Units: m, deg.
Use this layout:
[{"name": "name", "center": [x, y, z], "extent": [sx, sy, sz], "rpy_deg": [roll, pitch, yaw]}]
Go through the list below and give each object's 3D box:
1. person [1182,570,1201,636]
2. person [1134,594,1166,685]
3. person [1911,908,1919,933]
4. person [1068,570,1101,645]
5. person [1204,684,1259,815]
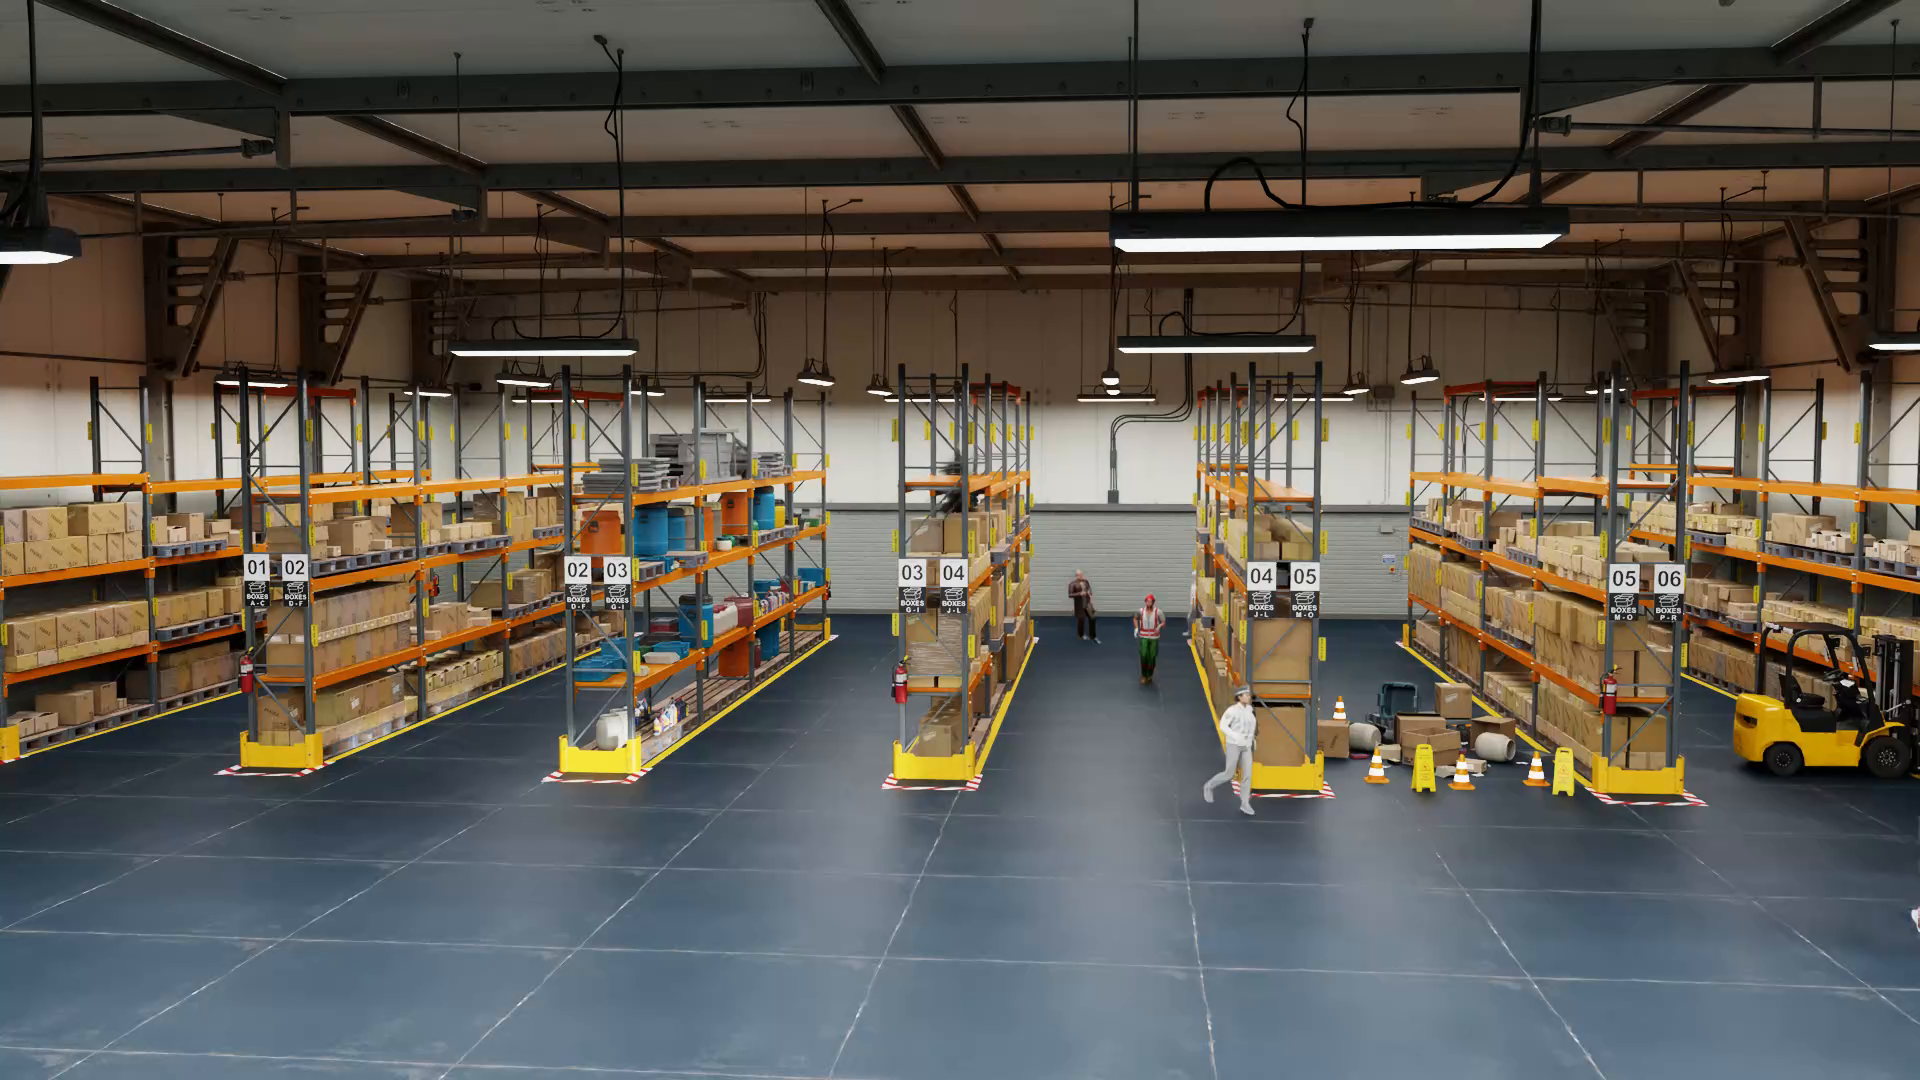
[{"name": "person", "center": [5.891, 1.543, 40.757], "extent": [0.838, 1.694, 0.714], "rpy_deg": [0, 4, 3]}, {"name": "person", "center": [3.794, 1.992, 33.223], "extent": [0.642, 1.816, 0.738], "rpy_deg": [0, 4, 5]}, {"name": "person", "center": [9.441, 3.183, 15.814], "extent": [0.581, 1.623, 0.633], "rpy_deg": [-4, 5, -45]}, {"name": "person", "center": [2.881, 1.590, 39.626], "extent": [0.767, 1.785, 0.780], "rpy_deg": [-1, 4, -18]}, {"name": "person", "center": [3.738, 2.745, 22.123], "extent": [0.674, 1.653, 0.901], "rpy_deg": [-2, 4, -34]}]
